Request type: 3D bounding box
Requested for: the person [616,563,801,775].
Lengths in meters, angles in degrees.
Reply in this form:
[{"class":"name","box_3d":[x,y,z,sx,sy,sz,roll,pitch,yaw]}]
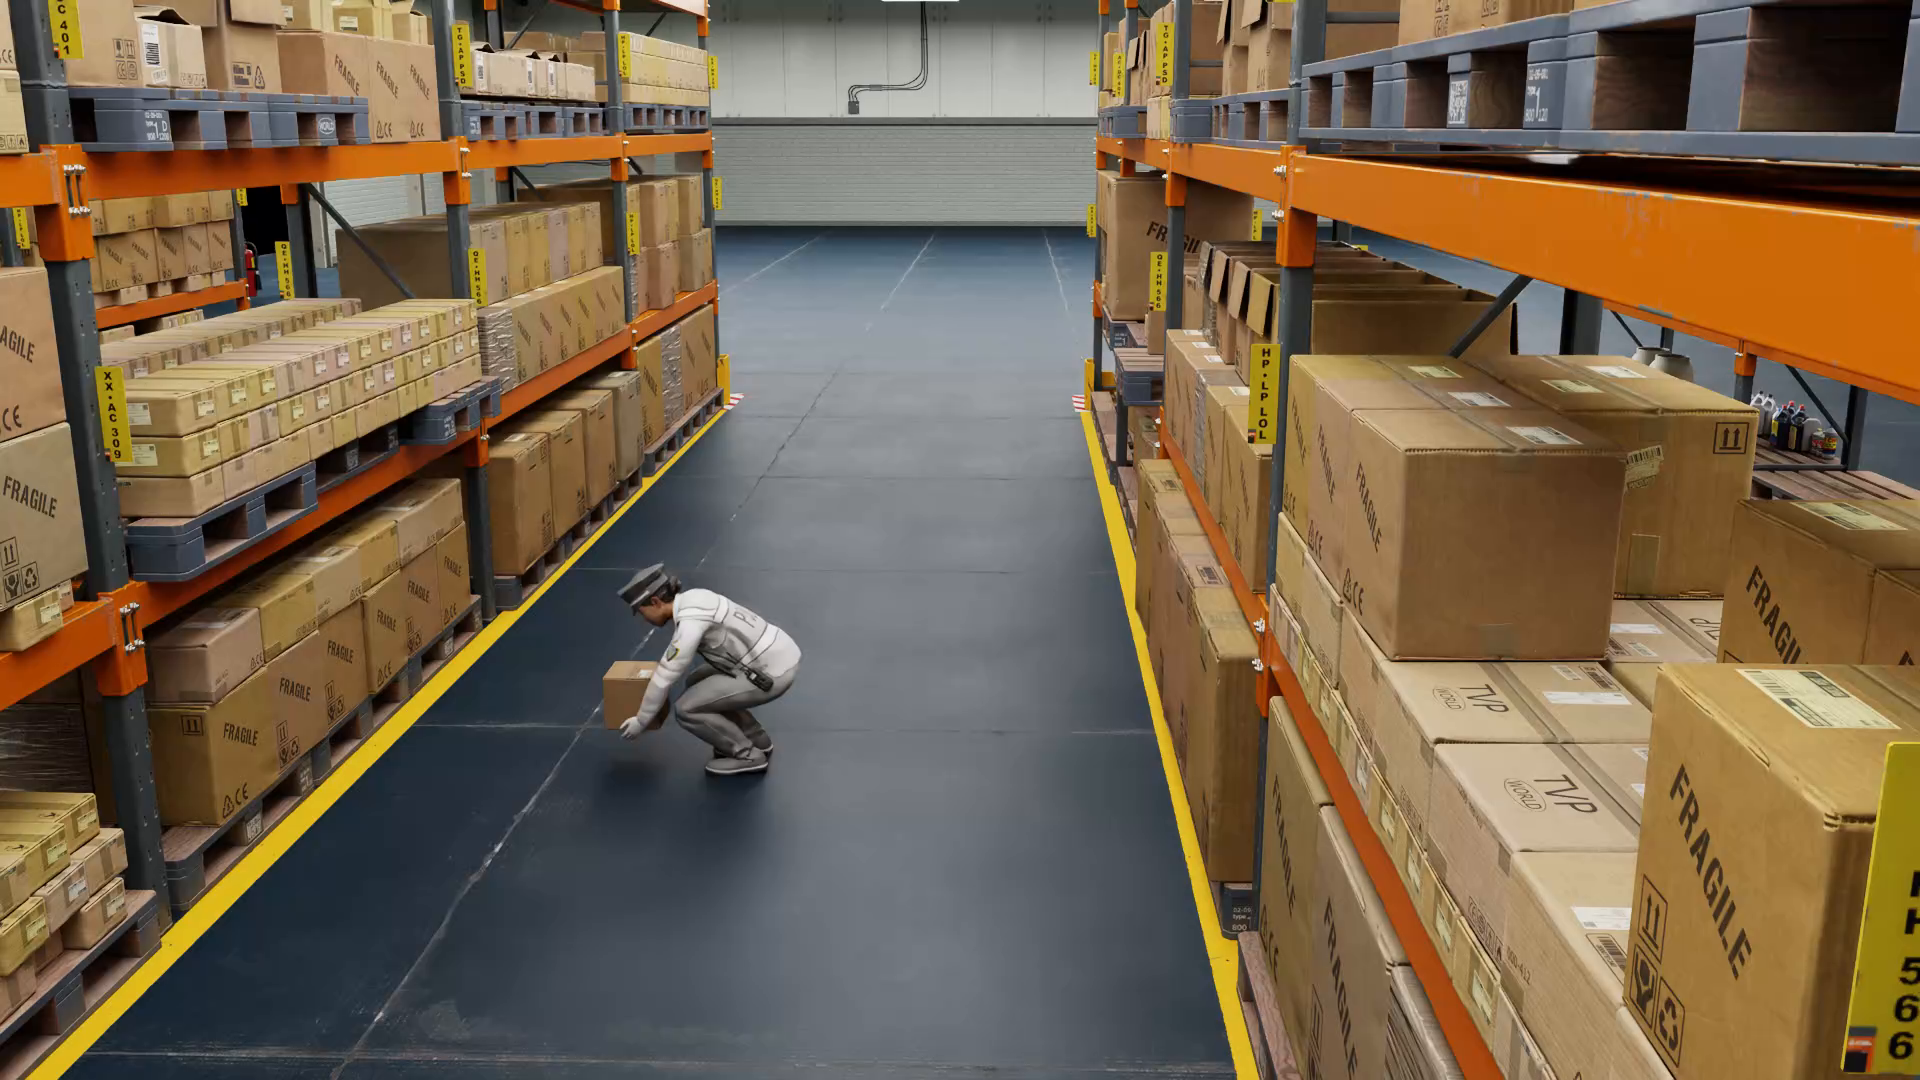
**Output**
[{"class":"person","box_3d":[-1.148,0.575,7.636,0.819,0.975,0.493,0,14,1]}]
